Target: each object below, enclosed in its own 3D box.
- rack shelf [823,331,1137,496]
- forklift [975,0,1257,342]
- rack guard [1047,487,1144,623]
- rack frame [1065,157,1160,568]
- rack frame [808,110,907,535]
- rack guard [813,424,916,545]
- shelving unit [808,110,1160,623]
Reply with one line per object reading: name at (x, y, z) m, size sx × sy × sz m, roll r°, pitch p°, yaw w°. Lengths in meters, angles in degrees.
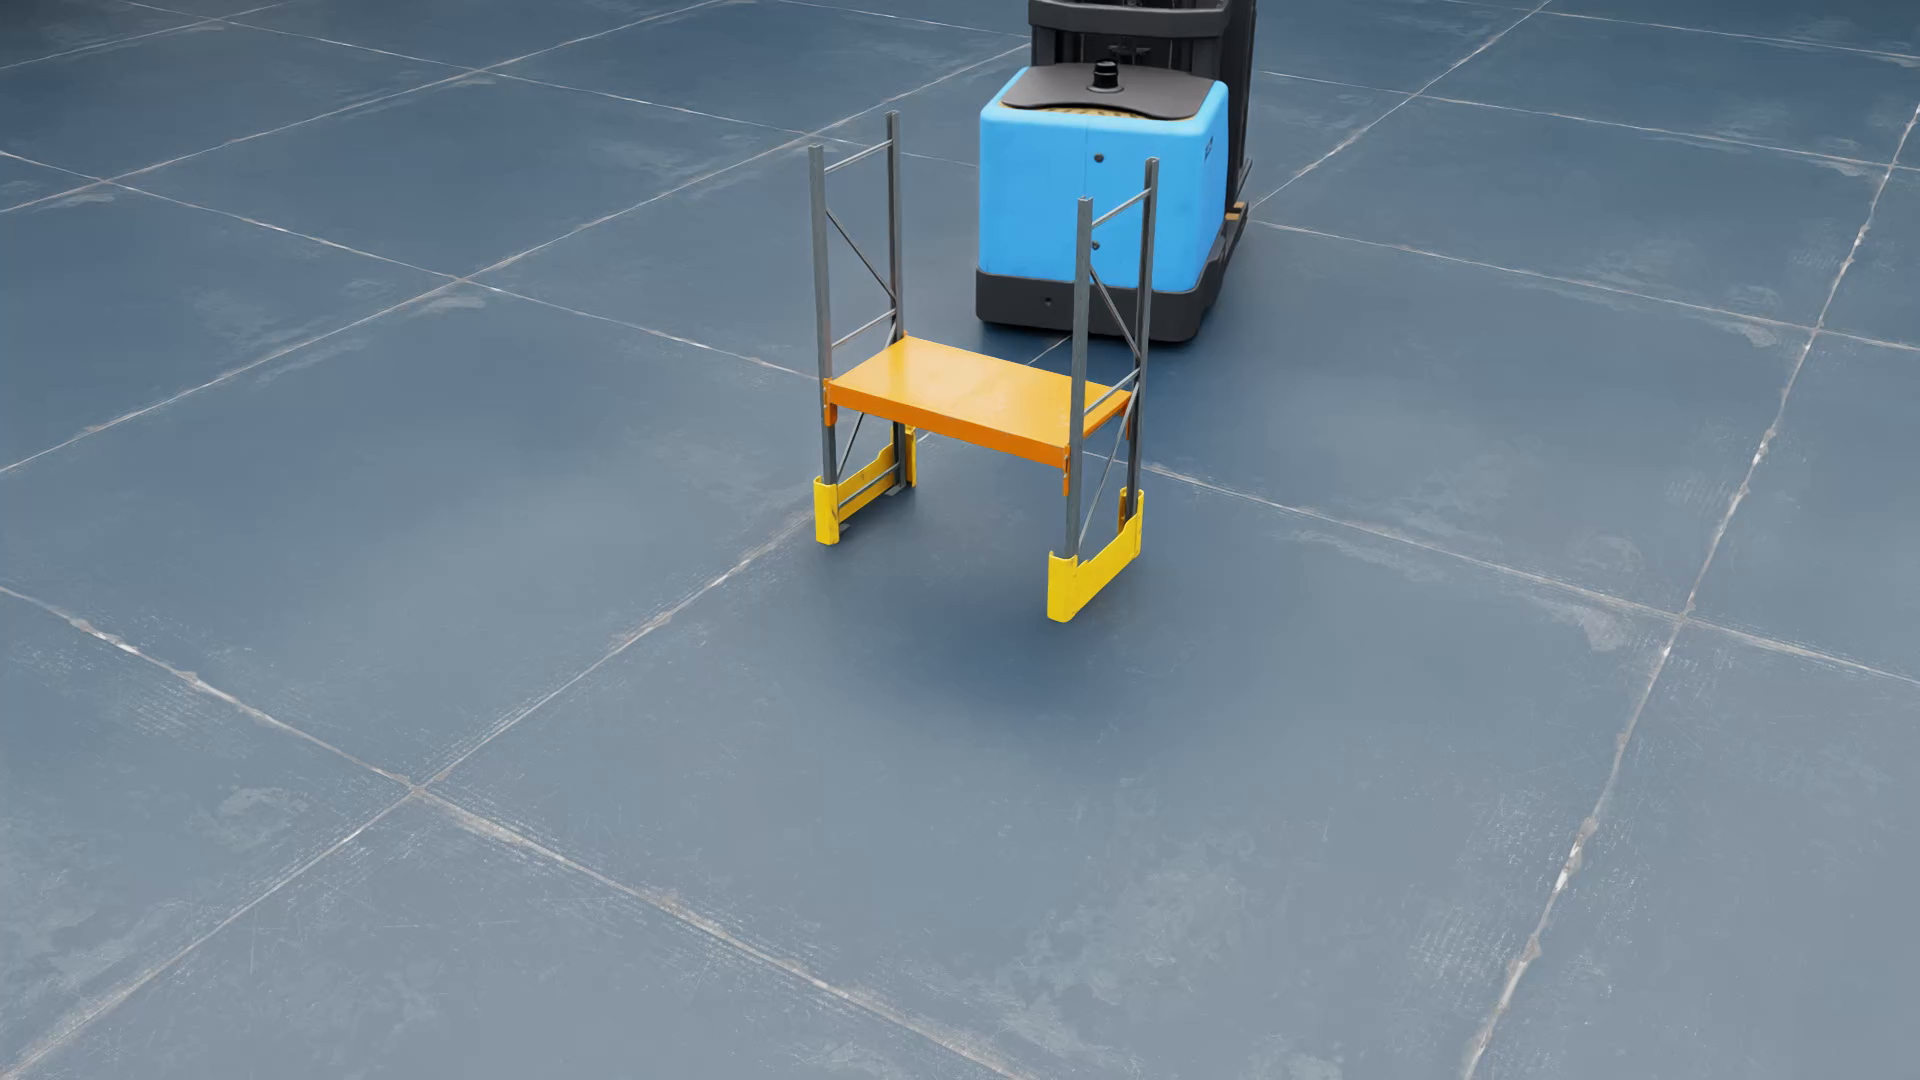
rack shelf at (0.072, -0.470, 5.924) m, size 1.000 × 0.185 × 0.538 m, roll 18°, pitch 35°, yaw 27°
forklift at (0.964, -2.912, 8.333) m, size 1.130 × 2.935 × 3.031 m, roll 8°, pitch 31°, yaw 13°
rack guard at (0.486, 0.046, 5.923) m, size 0.087 × 0.250 × 0.587 m, roll 18°, pitch 35°, yaw 27°
rack frame at (0.503, -0.489, 5.599) m, size 0.032 × 1.500 × 0.500 m, roll 18°, pitch 35°, yaw 27°
rack frame at (-0.358, -0.761, 6.066) m, size 0.032 × 1.500 × 0.500 m, roll 18°, pitch 35°, yaw 27°
rack guard at (-0.357, -0.221, 6.381) m, size 0.087 × 0.250 × 0.587 m, roll 18°, pitch 35°, yaw 27°
shelving unit at (0.065, -0.627, 5.837) m, size 1.083 × 1.500 × 0.587 m, roll 18°, pitch 35°, yaw 27°
